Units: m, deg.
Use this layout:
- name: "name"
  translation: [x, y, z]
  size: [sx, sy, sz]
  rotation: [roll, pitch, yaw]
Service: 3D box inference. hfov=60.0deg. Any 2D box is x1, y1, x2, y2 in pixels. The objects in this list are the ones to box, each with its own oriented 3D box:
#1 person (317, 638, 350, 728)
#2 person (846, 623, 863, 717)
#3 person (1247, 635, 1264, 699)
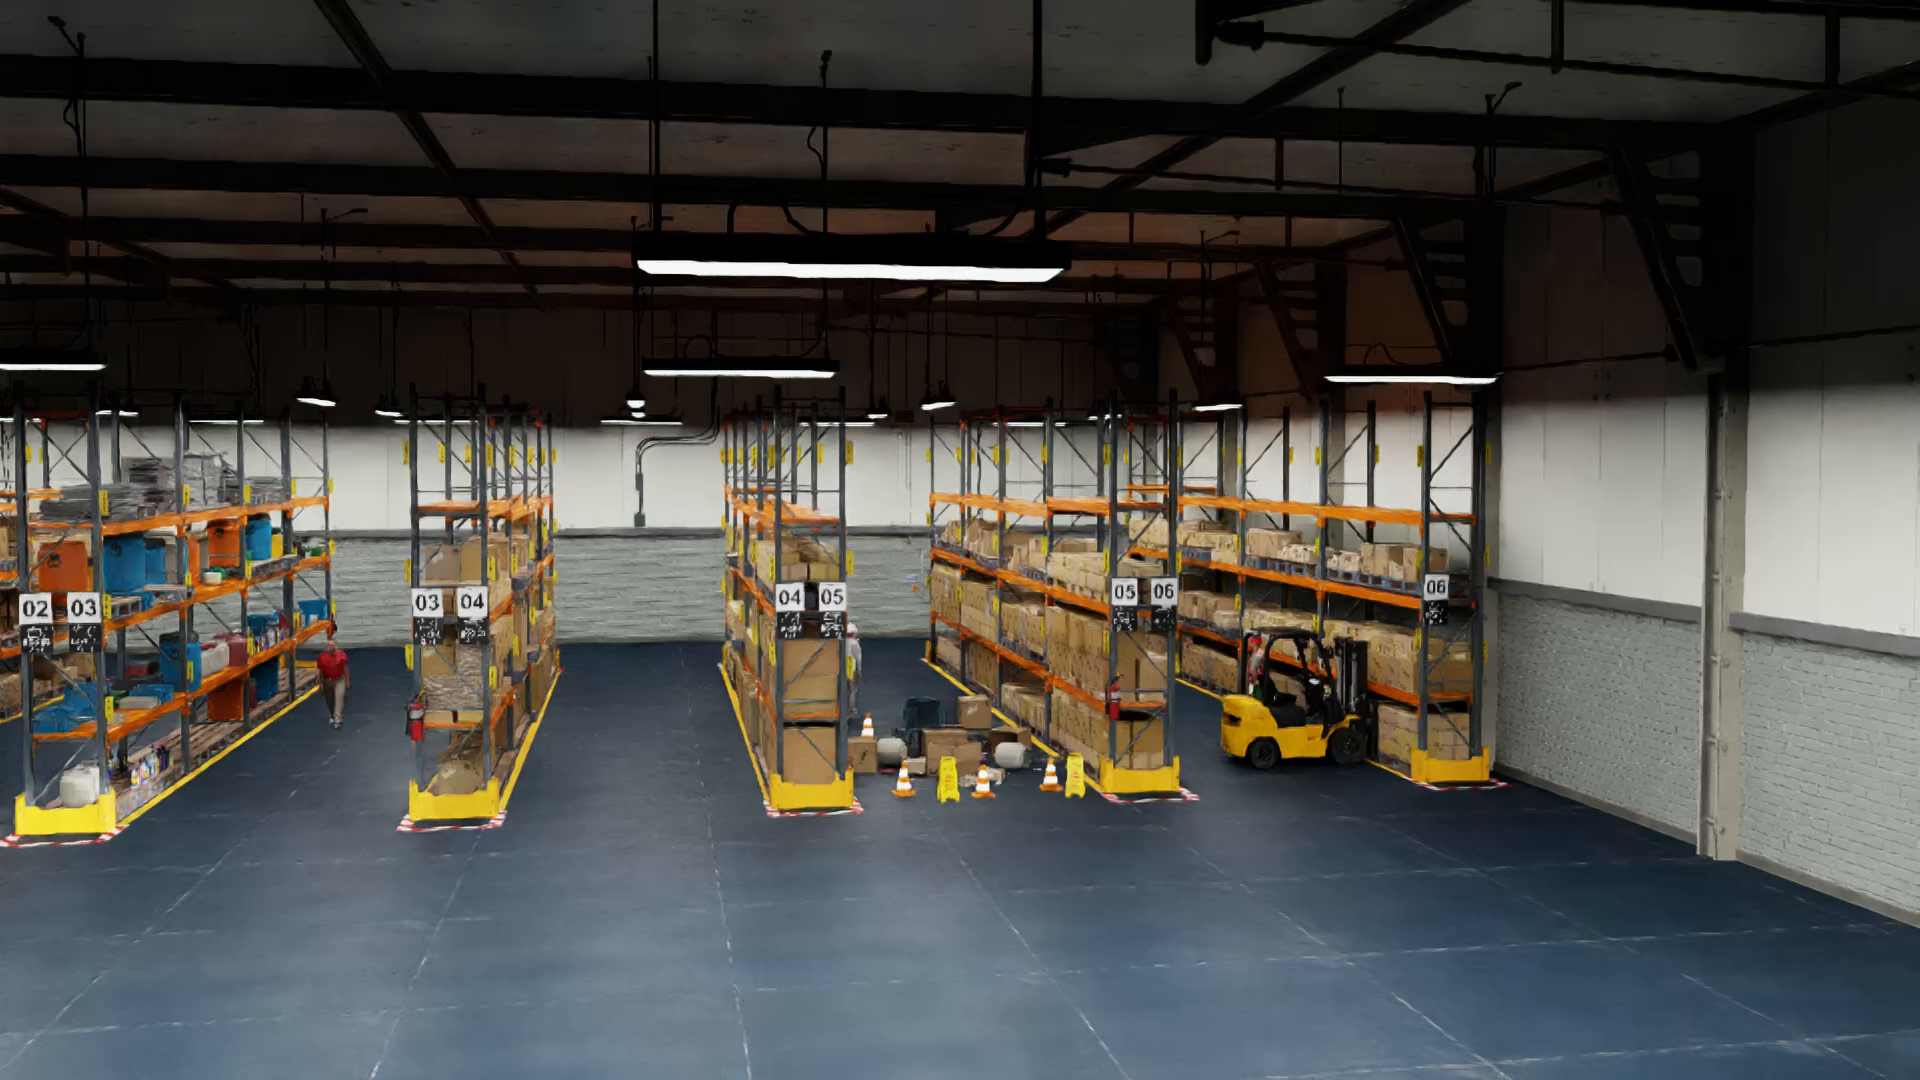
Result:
- name: "person"
  translation: [-11.547, 2.613, 30.580]
  size: [0.542, 1.645, 1.113]
  rotation: [0, 3, -9]
- name: "person"
  translation: [-2.063, 2.482, 31.882]
  size: [0.463, 1.783, 0.601]
  rotation: [-2, 4, -40]
- name: "person"
  translation: [5.277, 2.585, 29.812]
  size: [0.576, 1.785, 0.659]
  rotation: [1, 3, 15]
